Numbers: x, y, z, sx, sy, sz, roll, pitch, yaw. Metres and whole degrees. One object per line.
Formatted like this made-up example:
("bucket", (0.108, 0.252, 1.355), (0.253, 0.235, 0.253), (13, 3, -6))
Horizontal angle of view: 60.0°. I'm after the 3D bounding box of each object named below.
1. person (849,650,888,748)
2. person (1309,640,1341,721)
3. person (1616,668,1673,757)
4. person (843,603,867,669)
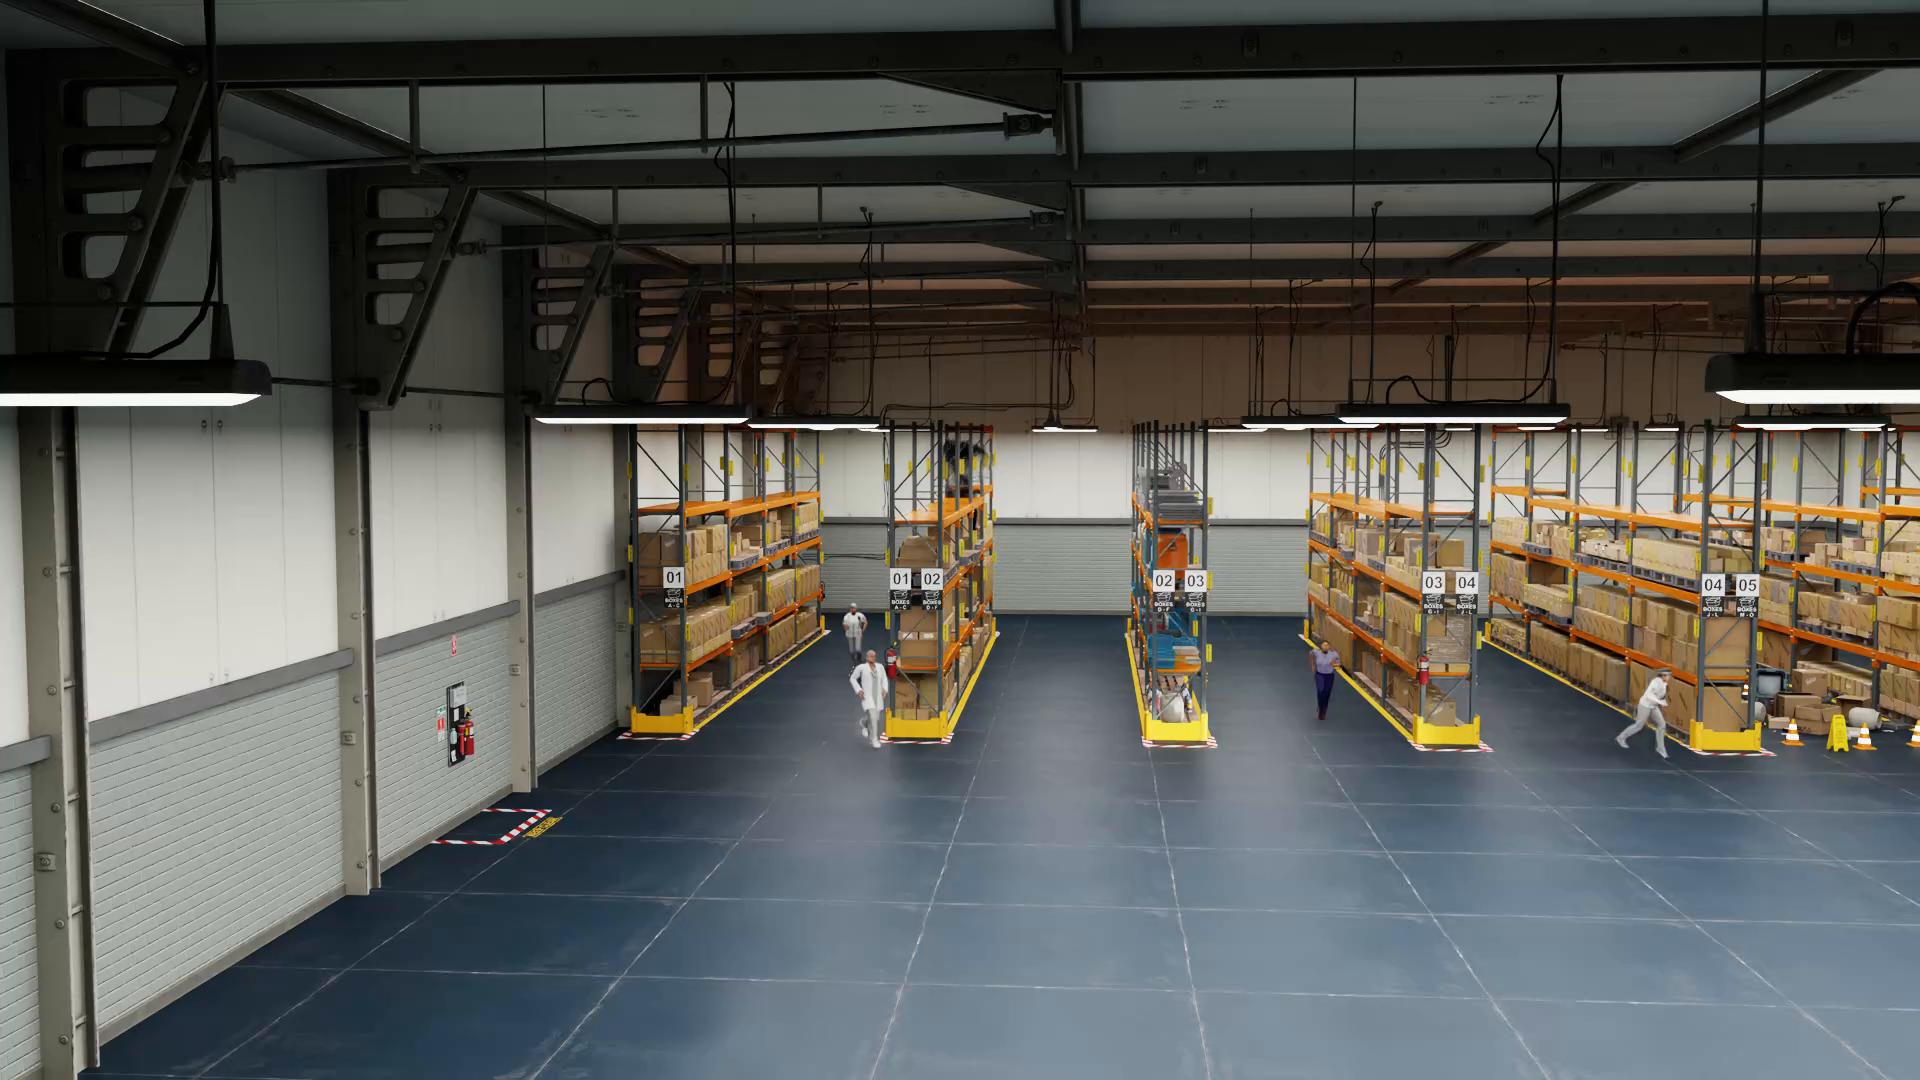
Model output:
("person", (-1.680, 2.918, 30.777), (0.733, 1.779, 0.864), (-2, 4, -32))
("person", (7.354, 2.806, 33.546), (0.597, 1.637, 0.893), (0, 4, 4))
("person", (12.299, 3.062, 29.875), (0.966, 1.627, 0.657), (3, 5, 41))
("person", (-2.554, 2.365, 40.196), (0.580, 1.689, 0.694), (0, 4, 5))
